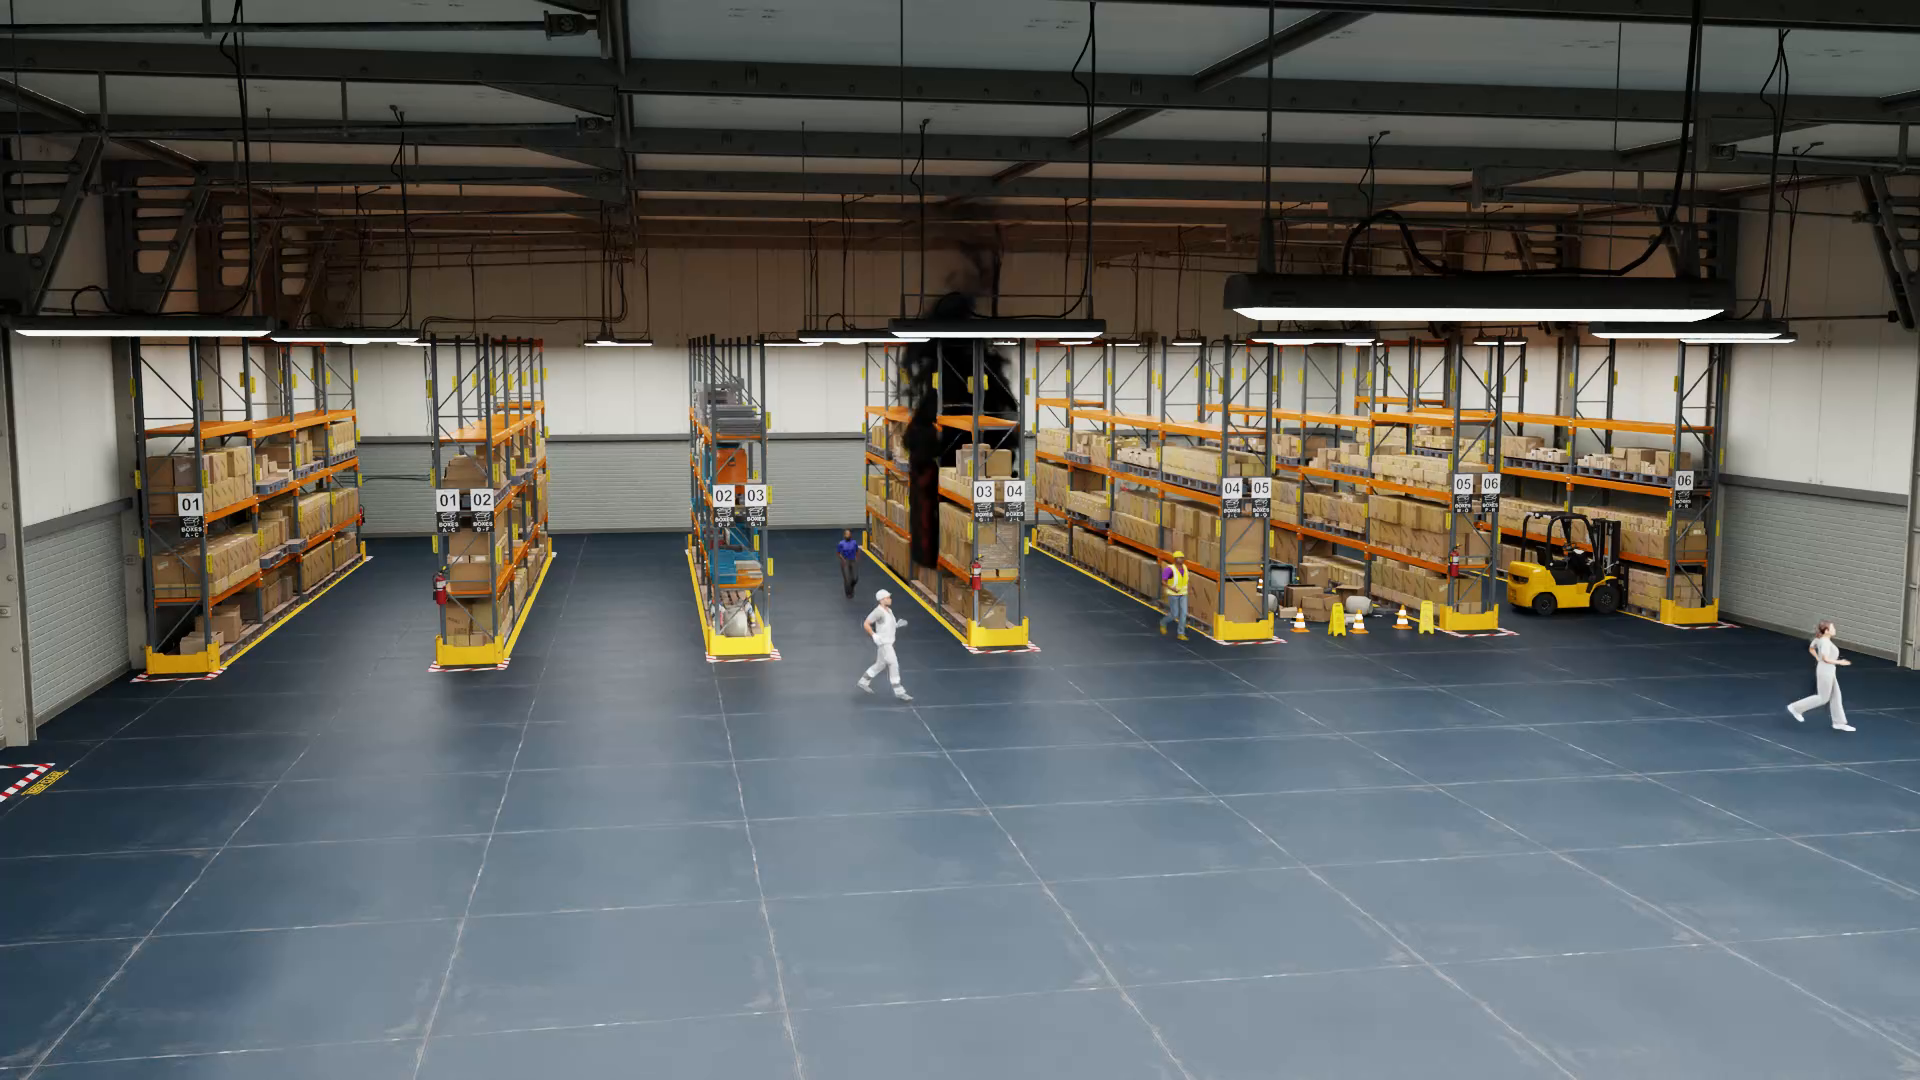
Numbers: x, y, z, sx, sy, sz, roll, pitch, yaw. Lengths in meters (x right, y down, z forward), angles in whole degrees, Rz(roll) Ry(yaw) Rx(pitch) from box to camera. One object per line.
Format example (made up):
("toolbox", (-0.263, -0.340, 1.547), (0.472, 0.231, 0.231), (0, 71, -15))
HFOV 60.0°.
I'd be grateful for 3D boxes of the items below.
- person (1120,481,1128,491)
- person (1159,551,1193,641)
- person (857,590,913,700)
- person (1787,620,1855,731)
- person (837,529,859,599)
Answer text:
("person", (5.026, -0.904, 50.502), (0.912, 1.777, 0.673), (0, 7, -2))
("person", (4.284, 1.087, 32.915), (0.726, 1.765, 0.799), (-3, 7, -28))
("person", (-1.226, 1.697, 27.138), (0.981, 1.785, 0.658), (1, 7, 11))
("person", (12.986, 2.031, 25.005), (0.934, 1.664, 0.568), (3, 7, 23))
("person", (-2.534, 0.563, 38.026), (0.550, 1.610, 0.524), (-2, 7, -16))
